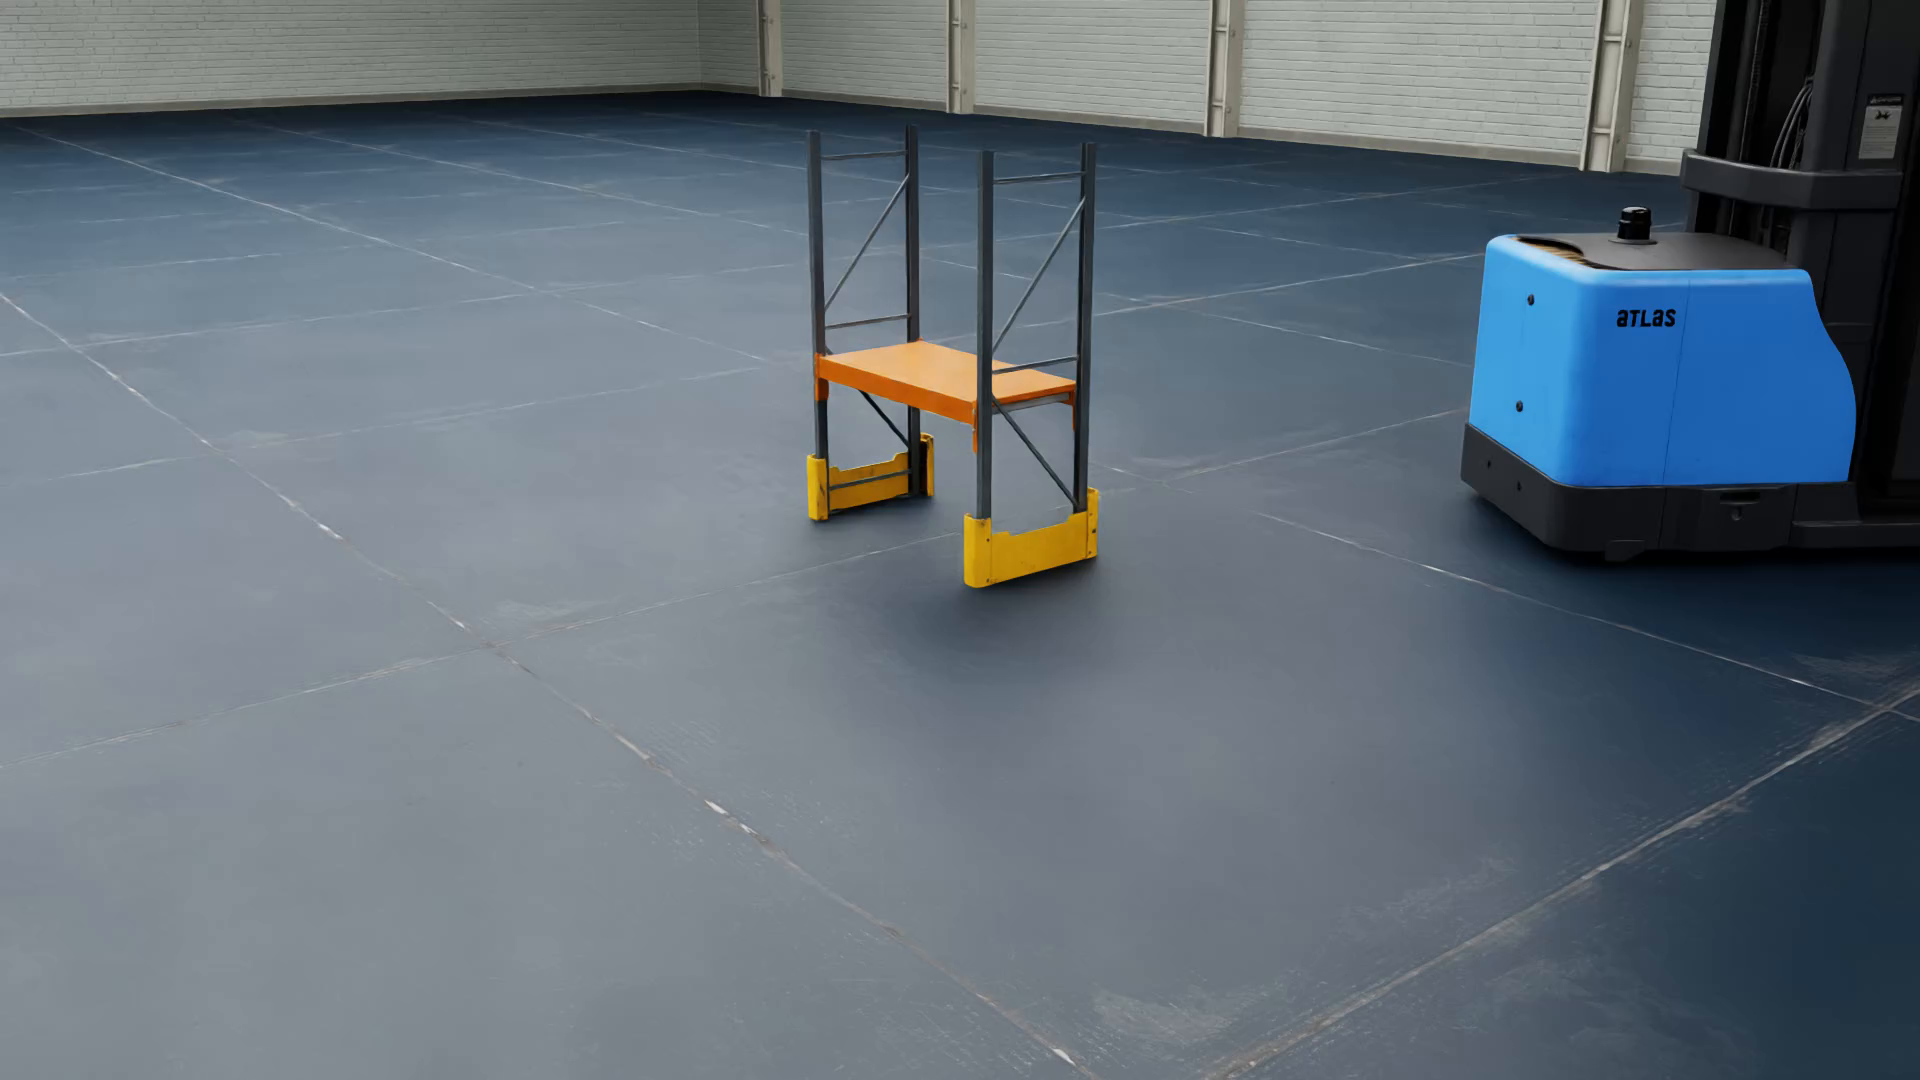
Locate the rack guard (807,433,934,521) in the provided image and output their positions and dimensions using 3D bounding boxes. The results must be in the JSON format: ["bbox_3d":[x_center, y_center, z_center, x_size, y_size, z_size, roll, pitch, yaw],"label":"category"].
[{"bbox_3d":[-0.357,-0.260,6.751,0.587,0.250,0.087,-14,23,-36],"label":"rack guard"}]

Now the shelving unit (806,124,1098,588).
[{"bbox_3d":[-0.047,-0.731,6.183,0.587,1.500,1.083,-14,23,-36],"label":"shelving unit"}]

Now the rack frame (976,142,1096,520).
[{"bbox_3d":[0.263,-0.608,5.812,0.500,1.500,0.032,-14,23,-36],"label":"rack frame"}]

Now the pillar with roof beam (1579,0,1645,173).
[{"bbox_3d":[4.085,-7.728,15.385,9.100,9.000,0.400,-14,23,-36],"label":"pillar with roof beam"}]

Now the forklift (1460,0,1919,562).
[{"bbox_3d":[3.620,-1.478,6.164,3.031,2.935,1.130,-1,18,-4],"label":"forklift"}]

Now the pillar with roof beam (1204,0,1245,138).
[{"bbox_3d":[0.360,-9.206,19.850,9.100,9.000,0.400,-14,23,-36],"label":"pillar with roof beam"}]

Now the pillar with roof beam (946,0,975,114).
[{"bbox_3d":[-3.366,-10.685,24.315,9.100,9.000,0.400,-14,23,-36],"label":"pillar with roof beam"}]

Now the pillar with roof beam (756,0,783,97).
[{"bbox_3d":[-7.091,-12.163,28.780,9.100,9.000,0.400,-14,23,-36],"label":"pillar with roof beam"}]

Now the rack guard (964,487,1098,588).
[{"bbox_3d":[0.262,-0.015,6.009,0.587,0.250,0.087,-14,23,-36],"label":"rack guard"}]

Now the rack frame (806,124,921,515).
[{"bbox_3d":[-0.369,-0.858,6.569,0.500,1.500,0.032,-14,23,-36],"label":"rack frame"}]

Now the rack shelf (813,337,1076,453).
[{"bbox_3d":[-0.053,-0.562,6.247,0.538,0.185,1.000,-14,23,-36],"label":"rack shelf"}]
